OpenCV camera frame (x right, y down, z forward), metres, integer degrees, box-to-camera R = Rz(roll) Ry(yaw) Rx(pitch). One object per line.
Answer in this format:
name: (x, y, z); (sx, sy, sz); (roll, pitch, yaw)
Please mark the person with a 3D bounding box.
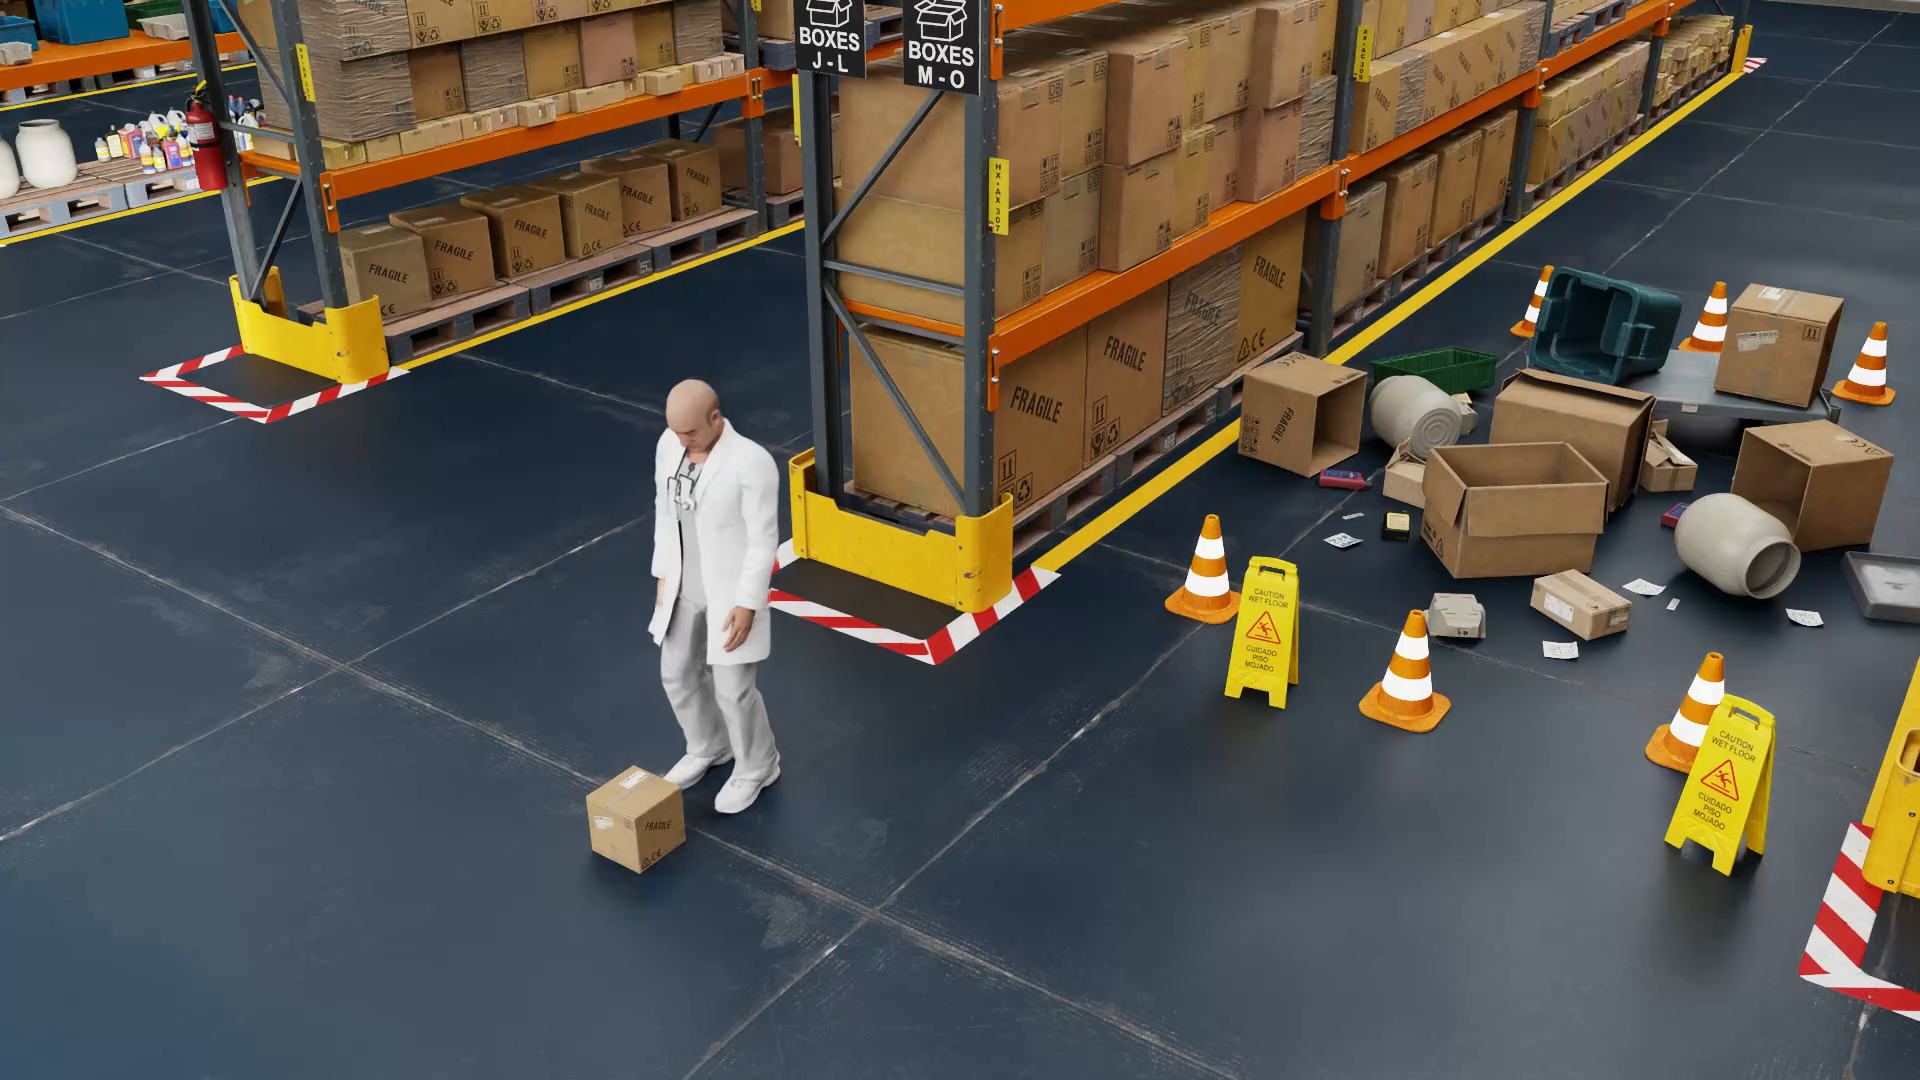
person: (-0.919, 0.205, 6.272); (0.579, 1.745, 0.388); (18, 32, 32)
